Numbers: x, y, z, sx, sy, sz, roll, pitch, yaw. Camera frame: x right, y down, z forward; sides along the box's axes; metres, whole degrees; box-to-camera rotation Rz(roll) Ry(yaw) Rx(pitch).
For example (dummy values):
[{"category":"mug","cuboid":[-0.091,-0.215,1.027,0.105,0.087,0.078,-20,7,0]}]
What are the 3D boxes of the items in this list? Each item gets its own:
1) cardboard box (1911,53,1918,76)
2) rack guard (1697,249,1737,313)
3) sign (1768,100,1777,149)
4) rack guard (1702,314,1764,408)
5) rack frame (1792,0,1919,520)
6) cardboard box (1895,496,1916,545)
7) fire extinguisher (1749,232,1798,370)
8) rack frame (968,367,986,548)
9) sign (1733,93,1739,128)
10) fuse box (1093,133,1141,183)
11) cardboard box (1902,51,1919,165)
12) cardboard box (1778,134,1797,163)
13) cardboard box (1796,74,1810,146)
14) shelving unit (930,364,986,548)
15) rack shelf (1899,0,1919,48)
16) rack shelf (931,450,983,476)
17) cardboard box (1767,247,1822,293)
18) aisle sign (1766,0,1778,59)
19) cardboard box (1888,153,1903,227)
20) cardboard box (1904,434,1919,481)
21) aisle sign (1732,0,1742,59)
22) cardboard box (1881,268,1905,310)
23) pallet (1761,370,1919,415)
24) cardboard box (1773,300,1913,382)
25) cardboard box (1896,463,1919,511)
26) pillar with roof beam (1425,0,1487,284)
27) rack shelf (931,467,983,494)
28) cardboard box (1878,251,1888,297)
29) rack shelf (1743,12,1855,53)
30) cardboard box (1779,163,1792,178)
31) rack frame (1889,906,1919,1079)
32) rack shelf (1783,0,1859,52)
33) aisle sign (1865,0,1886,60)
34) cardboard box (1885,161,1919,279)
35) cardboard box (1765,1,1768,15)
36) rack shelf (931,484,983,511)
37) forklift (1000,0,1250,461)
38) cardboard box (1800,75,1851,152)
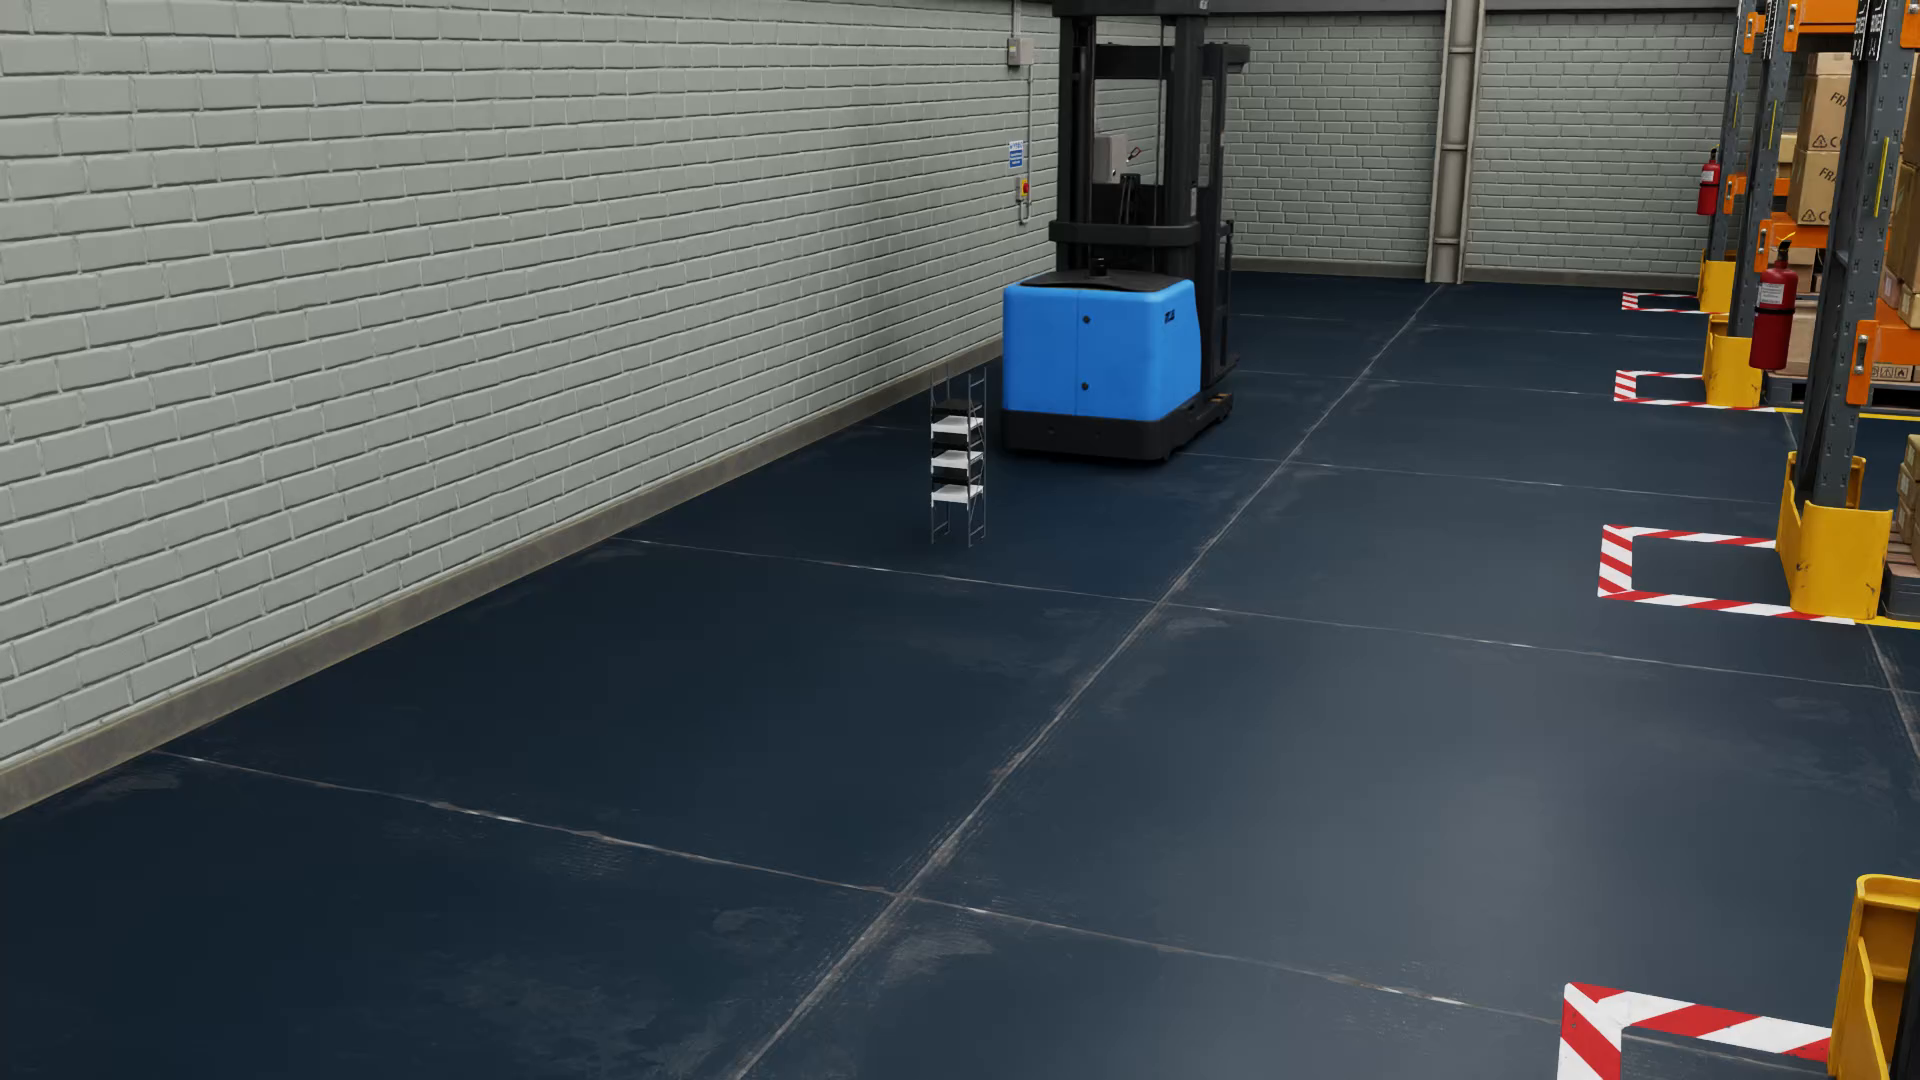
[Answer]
[{"category":"cardboard box","cuboid":[6.498,-3.214,11.229,0.250,0.149,0.380,7,18,22]},{"category":"rack guard","cuboid":[7.689,-2.627,16.826,0.348,0.500,1.175,6,17,21]},{"category":"sign","cuboid":[5.591,-2.858,11.443,0.005,0.325,0.100,6,17,21]},{"category":"rack guard","cuboid":[5.778,-1.349,12.425,0.348,0.500,1.175,6,17,21]},{"category":"rack frame","cuboid":[4.078,-1.253,7.610,0.127,3.000,1.000,6,17,21]},{"category":"cardboard box","cuboid":[4.644,-0.086,7.950,0.250,0.149,0.380,7,17,22]},{"category":"fire extinguisher","cuboid":[4.013,-1.183,8.174,0.183,0.674,0.296,6,17,21]},{"category":"rack frame","cuboid":[0.087,-0.423,8.515,0.006,0.900,0.240,6,17,21]},{"category":"sign","cuboid":[7.419,-4.110,15.898,0.005,0.325,0.100,6,17,21]},{"category":"fuse box","cuboid":[1.453,-3.029,16.039,0.414,1.711,0.539,6,17,21]},{"category":"cardboard box","cuboid":[4.595,-1.942,7.477,0.500,0.500,0.500,6,17,19]},{"category":"cardboard box","cuboid":[7.941,-3.790,16.083,0.500,0.250,0.500,6,17,21]},{"category":"cardboard box","cuboid":[6.336,-3.088,11.958,0.500,0.500,0.500,7,18,22]},{"category":"shelving unit","cuboid":[-0.008,-0.433,8.551,0.210,0.900,0.258,6,17,21]},{"category":"rack shelf","cuboid":[5.938,-2.144,6.588,4.000,0.370,1.077,6,17,21]},{"category":"rack shelf","cuboid":[-0.008,-0.401,8.560,0.200,0.077,0.258,6,17,21]},{"category":"cardboard box","cuboid":[8.152,-2.751,16.493,0.637,0.503,0.797,6,17,18]},{"category":"aisle sign","cuboid":[5.627,-3.728,11.472,0.004,0.787,0.394,6,17,21]},{"category":"cardboard box","cuboid":[6.622,-2.427,11.475,0.500,0.500,0.500,6,17,20]},{"category":"cardboard box","cuboid":[4.663,-0.383,7.906,0.250,0.149,0.380,6,17,21]},{"category":"aisle sign","cuboid":[7.447,-5.014,15.903,0.004,0.787,0.394,6,17,21]},{"category":"cardboard box","cuboid":[4.485,-1.173,7.783,0.250,0.149,0.380,6,17,21]},{"category":"pallet","cuboid":[6.573,-1.147,12.245,1.213,0.211,1.003,6,17,21]},{"category":"cardboard box","cuboid":[6.451,-1.477,12.224,0.875,0.438,0.875,6,17,19]},{"category":"cardboard box","cuboid":[4.674,-0.249,7.977,0.250,0.149,0.380,6,17,19]},{"category":"pillar with roof beam","cuboid":[3.861,-6.109,13.577,0.400,9.000,9.100,6,17,21]},{"category":"rack shelf","cuboid":[-0.008,-0.315,8.585,0.200,0.077,0.258,6,17,21]},{"category":"cardboard box","cuboid":[8.933,-2.652,16.158,0.500,0.500,0.700,7,18,23]},{"category":"rack shelf","cuboid":[9.478,-4.726,15.481,4.000,0.370,1.077,6,17,21]},{"category":"cardboard box","cuboid":[8.077,-3.596,16.130,0.250,0.149,0.380,7,18,22]},{"category":"rack frame","cuboid":[2.164,0.023,3.215,0.127,3.000,1.000,6,17,21]},{"category":"rack shelf","cuboid":[7.661,-3.438,11.046,4.000,0.370,1.077,6,17,21]},{"category":"aisle sign","cuboid":[3.900,-2.431,7.006,0.004,0.787,0.394,6,17,21]},{"category":"cardboard box","cuboid":[4.590,-1.465,7.627,0.500,0.500,0.500,7,17,22]},{"category":"cardboard box","cuboid":[8.000,-5.182,16.215,0.250,0.149,0.380,7,18,22]},{"category":"rack shelf","cuboid":[-0.008,-0.228,8.611,0.200,0.077,0.258,6,17,21]},{"category":"forklift","cuboid":[1.275,-2.258,11.195,1.130,2.935,3.031,6,17,21]},{"category":"cardboard box","cuboid":[6.142,-2.953,11.491,0.500,0.500,0.500,6,17,19]}]
